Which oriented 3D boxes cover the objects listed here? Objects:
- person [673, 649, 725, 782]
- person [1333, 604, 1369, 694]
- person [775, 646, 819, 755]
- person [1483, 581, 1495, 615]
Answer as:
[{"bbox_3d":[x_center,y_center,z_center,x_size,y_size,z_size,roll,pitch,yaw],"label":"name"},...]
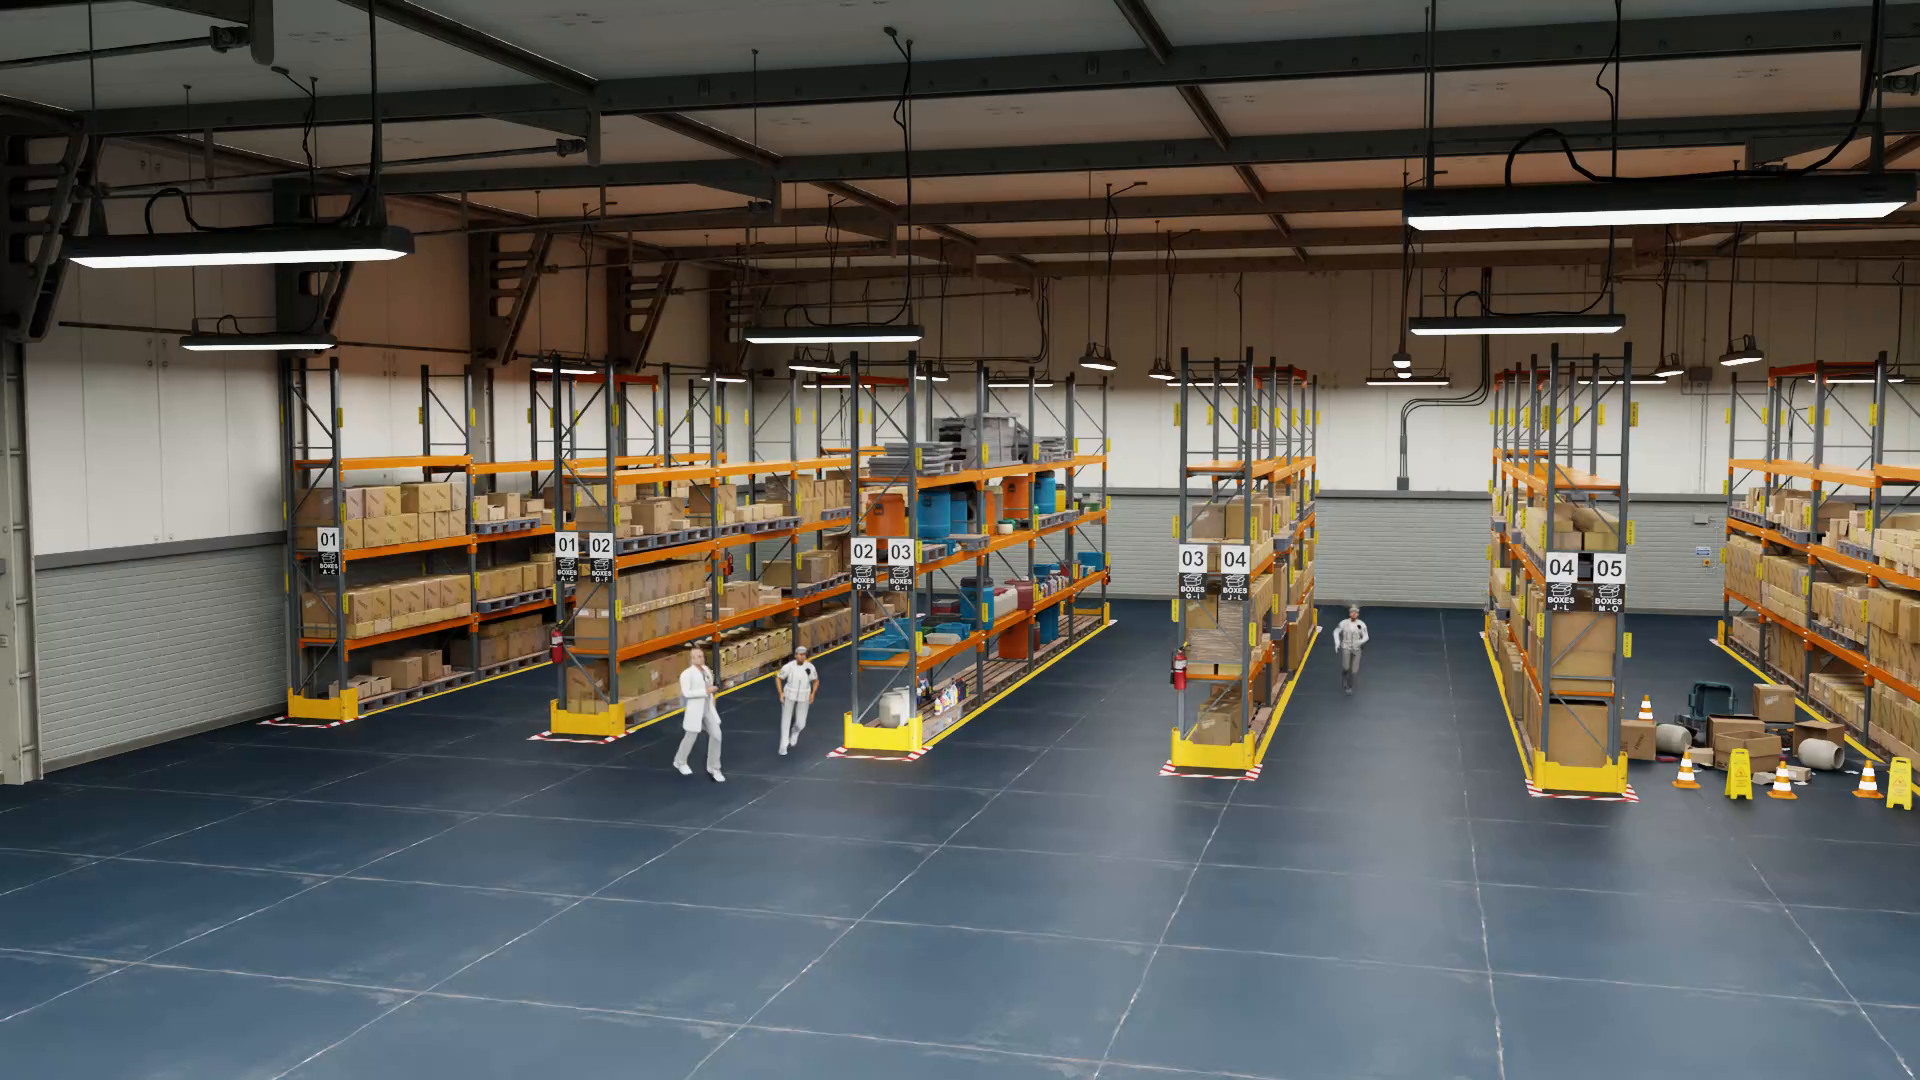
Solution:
[{"bbox_3d":[-3.632,2.420,23.042,0.866,1.846,0.677,4,5,40],"label":"person"},{"bbox_3d":[7.064,1.977,30.033,0.601,1.638,0.526,1,4,8],"label":"person"},{"bbox_3d":[-2.432,2.390,24.877,0.655,1.615,0.526,-1,4,-9],"label":"person"},{"bbox_3d":[12.508,1.332,38.852,0.560,1.640,0.678,0,4,-1],"label":"person"}]
